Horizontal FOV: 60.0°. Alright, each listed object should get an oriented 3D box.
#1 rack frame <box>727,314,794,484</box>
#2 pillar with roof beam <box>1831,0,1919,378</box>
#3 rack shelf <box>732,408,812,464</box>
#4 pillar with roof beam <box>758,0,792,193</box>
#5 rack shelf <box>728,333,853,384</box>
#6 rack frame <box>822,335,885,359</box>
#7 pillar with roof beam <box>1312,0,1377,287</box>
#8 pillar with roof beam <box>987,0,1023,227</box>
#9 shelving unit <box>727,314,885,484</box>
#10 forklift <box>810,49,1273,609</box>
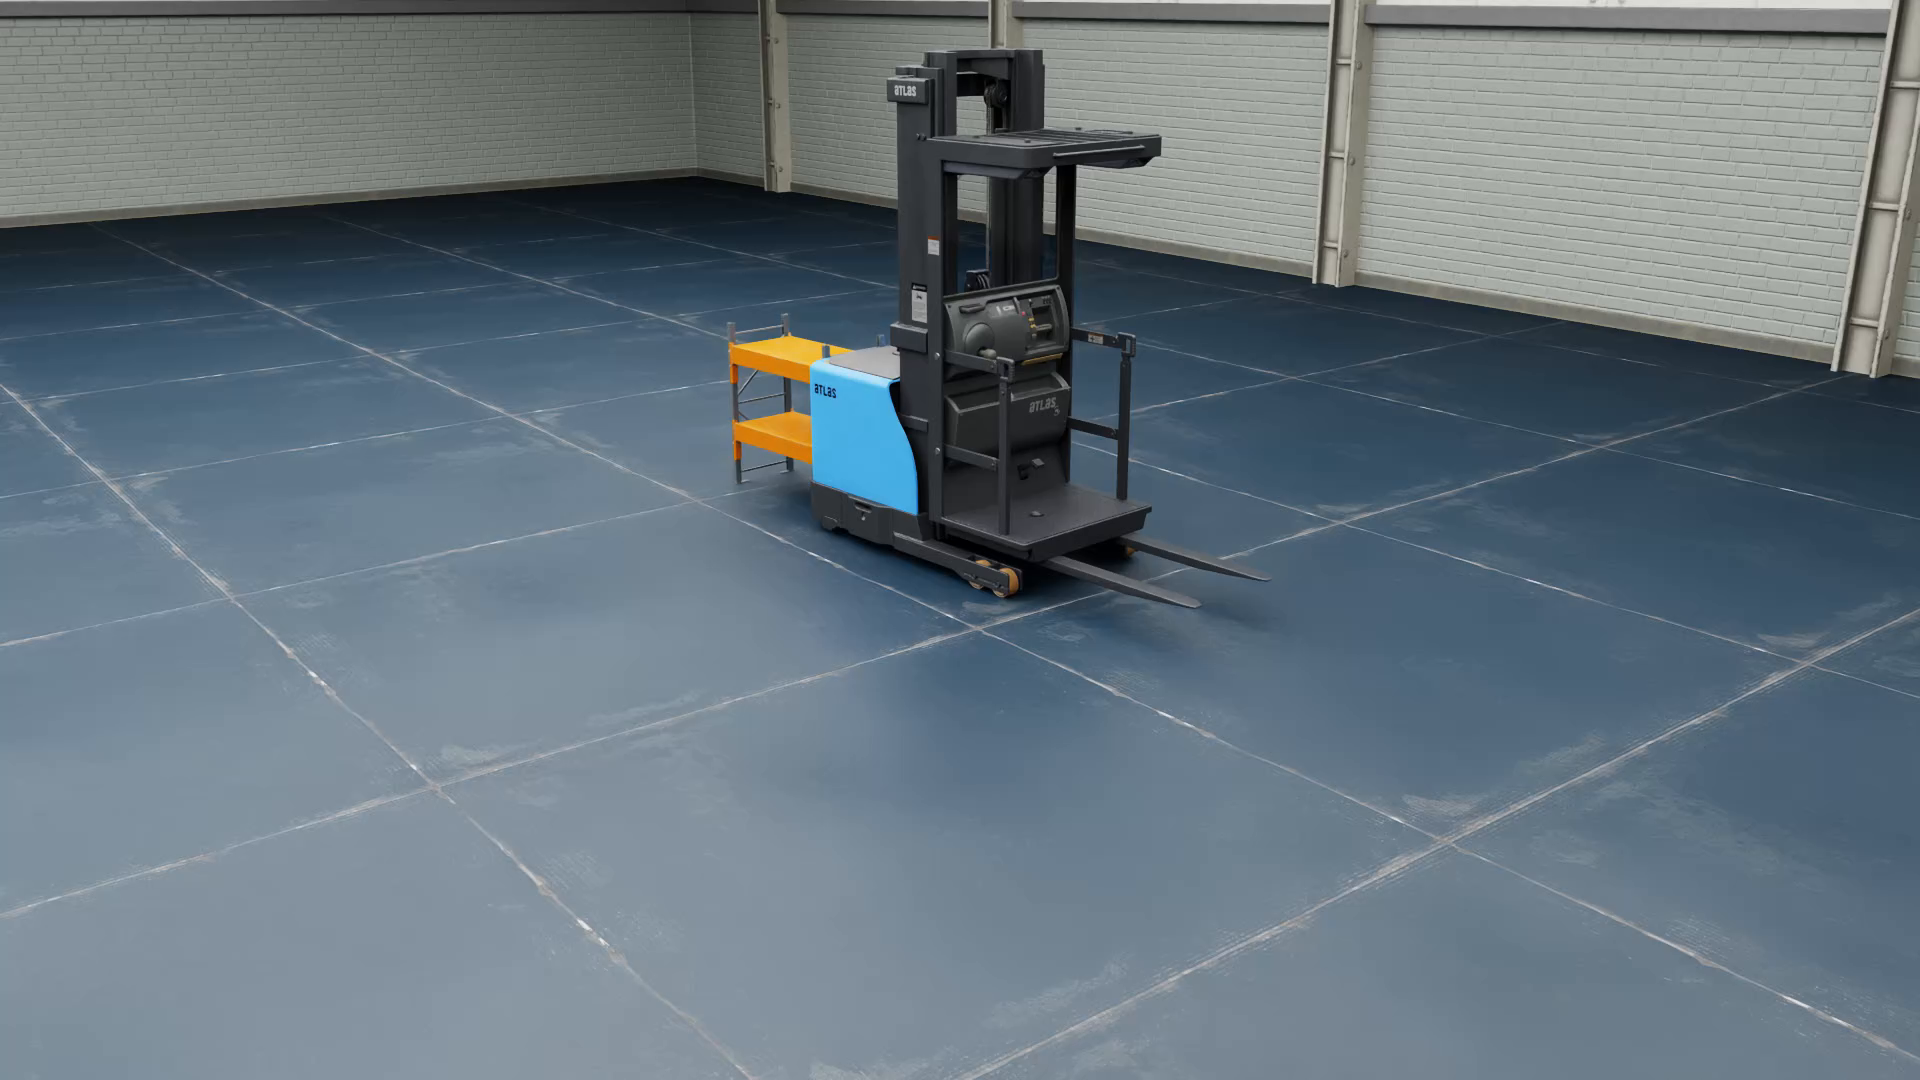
[{"bbox_3d":[-1.378,-0.978,11.528,0.500,1.125,0.032,-16,24,-41],"label":"rack frame"},{"bbox_3d":[4.707,-4.941,10.969,9.100,9.000,0.400,-14,23,-36],"label":"pillar with roof beam"},{"bbox_3d":[-1.029,-0.630,11.253,0.538,0.278,1.000,-16,24,-41],"label":"rack shelf"},{"bbox_3d":[-6.469,-9.377,24.364,9.100,9.000,0.400,-14,23,-36],"label":"pillar with roof beam"},{"bbox_3d":[-1.029,-1.140,11.085,0.538,0.278,1.000,-16,24,-41],"label":"rack shelf"},{"bbox_3d":[-0.681,-0.746,10.825,0.500,1.125,0.032,-16,24,-41],"label":"rack frame"},{"bbox_3d":[0.982,-6.420,15.434,9.100,9.000,0.400,-14,23,-36],"label":"pillar with roof beam"},{"bbox_3d":[-2.743,-7.898,19.899,9.100,9.000,0.400,-14,23,-36],"label":"pillar with roof beam"},{"bbox_3d":[-1.029,-0.862,11.177,0.538,1.125,1.048,-16,24,-41],"label":"shelving unit"},{"bbox_3d":[0.425,-1.249,9.470,1.130,2.935,3.031,-16,24,-40],"label":"forklift"}]
